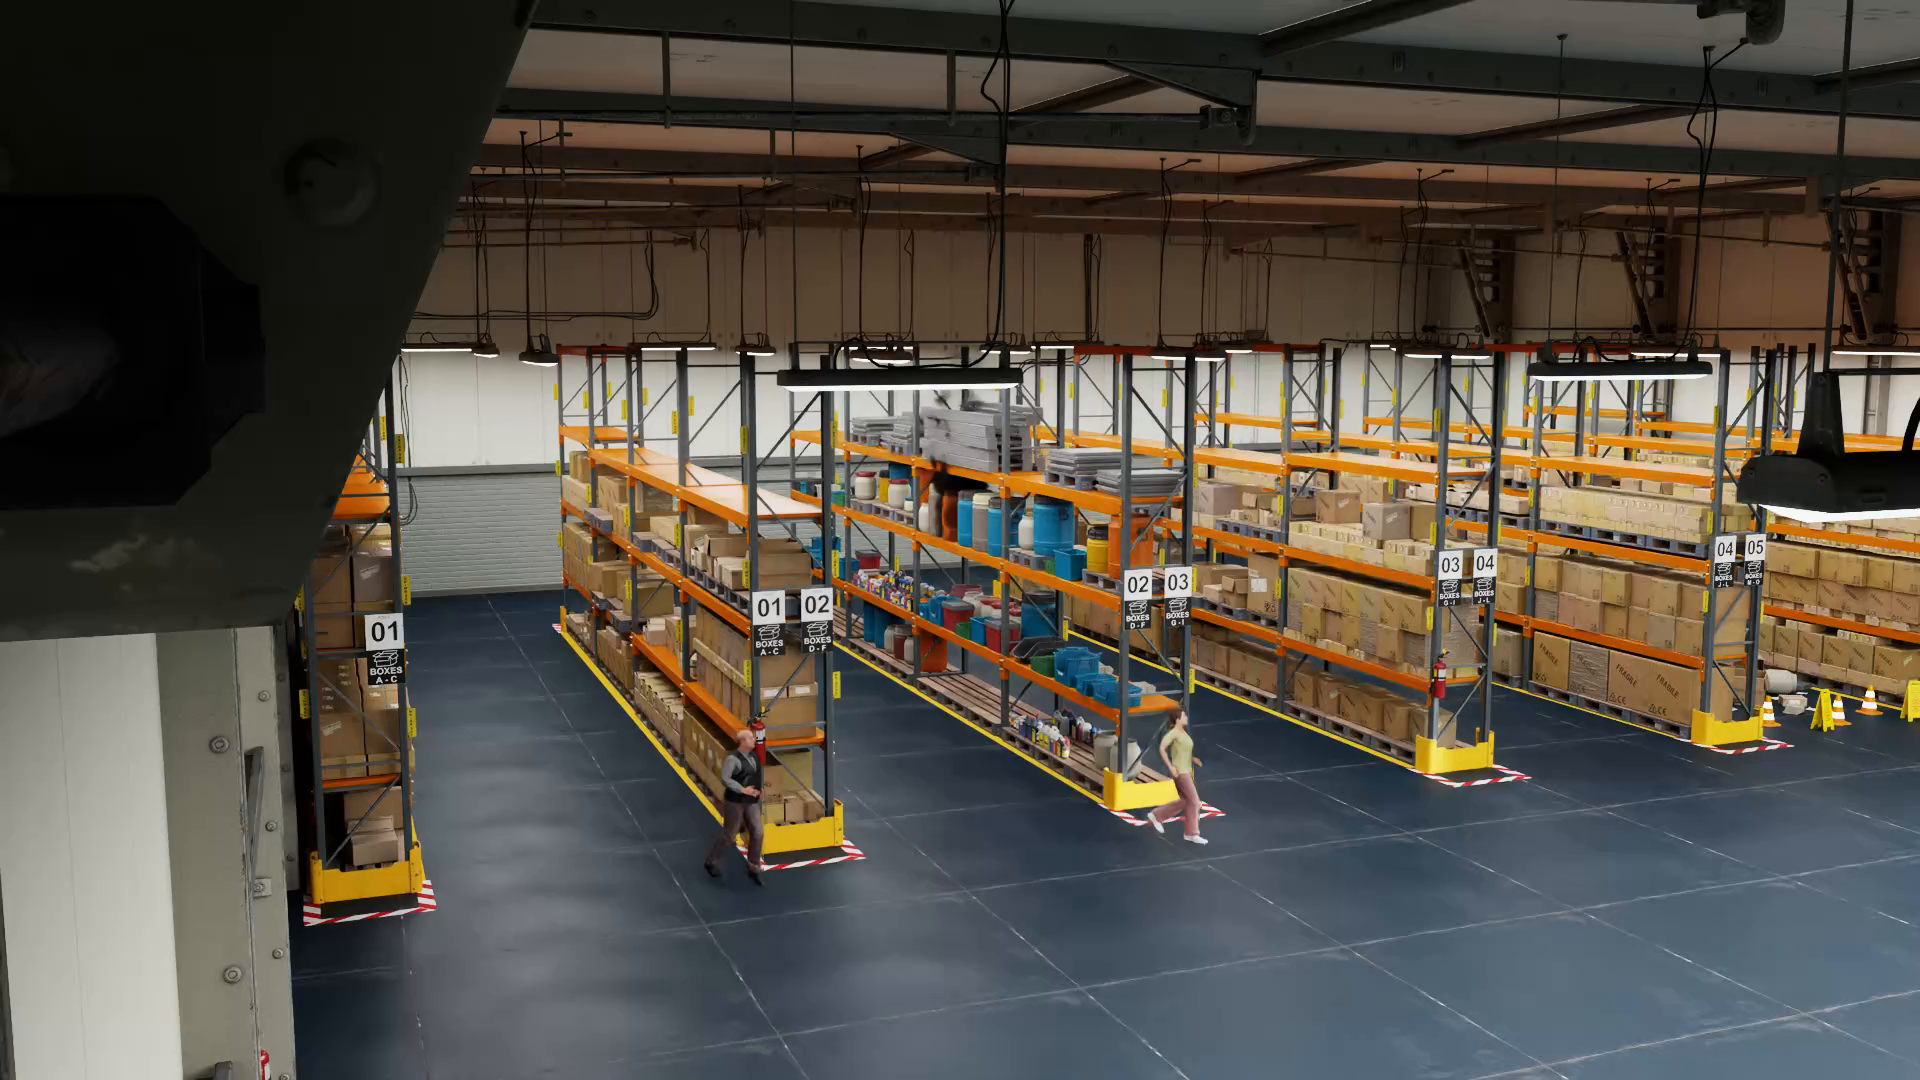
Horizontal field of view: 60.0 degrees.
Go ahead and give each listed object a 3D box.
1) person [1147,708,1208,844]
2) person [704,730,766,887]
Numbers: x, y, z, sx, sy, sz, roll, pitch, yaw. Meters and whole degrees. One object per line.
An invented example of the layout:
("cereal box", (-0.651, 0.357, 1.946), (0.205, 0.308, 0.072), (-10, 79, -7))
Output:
("person", (2.740, 2.908, 20.686), (0.775, 1.656, 0.618), (3, 8, 20))
("person", (-2.482, 3.054, 19.174), (0.798, 1.748, 0.712), (5, 9, 32))
